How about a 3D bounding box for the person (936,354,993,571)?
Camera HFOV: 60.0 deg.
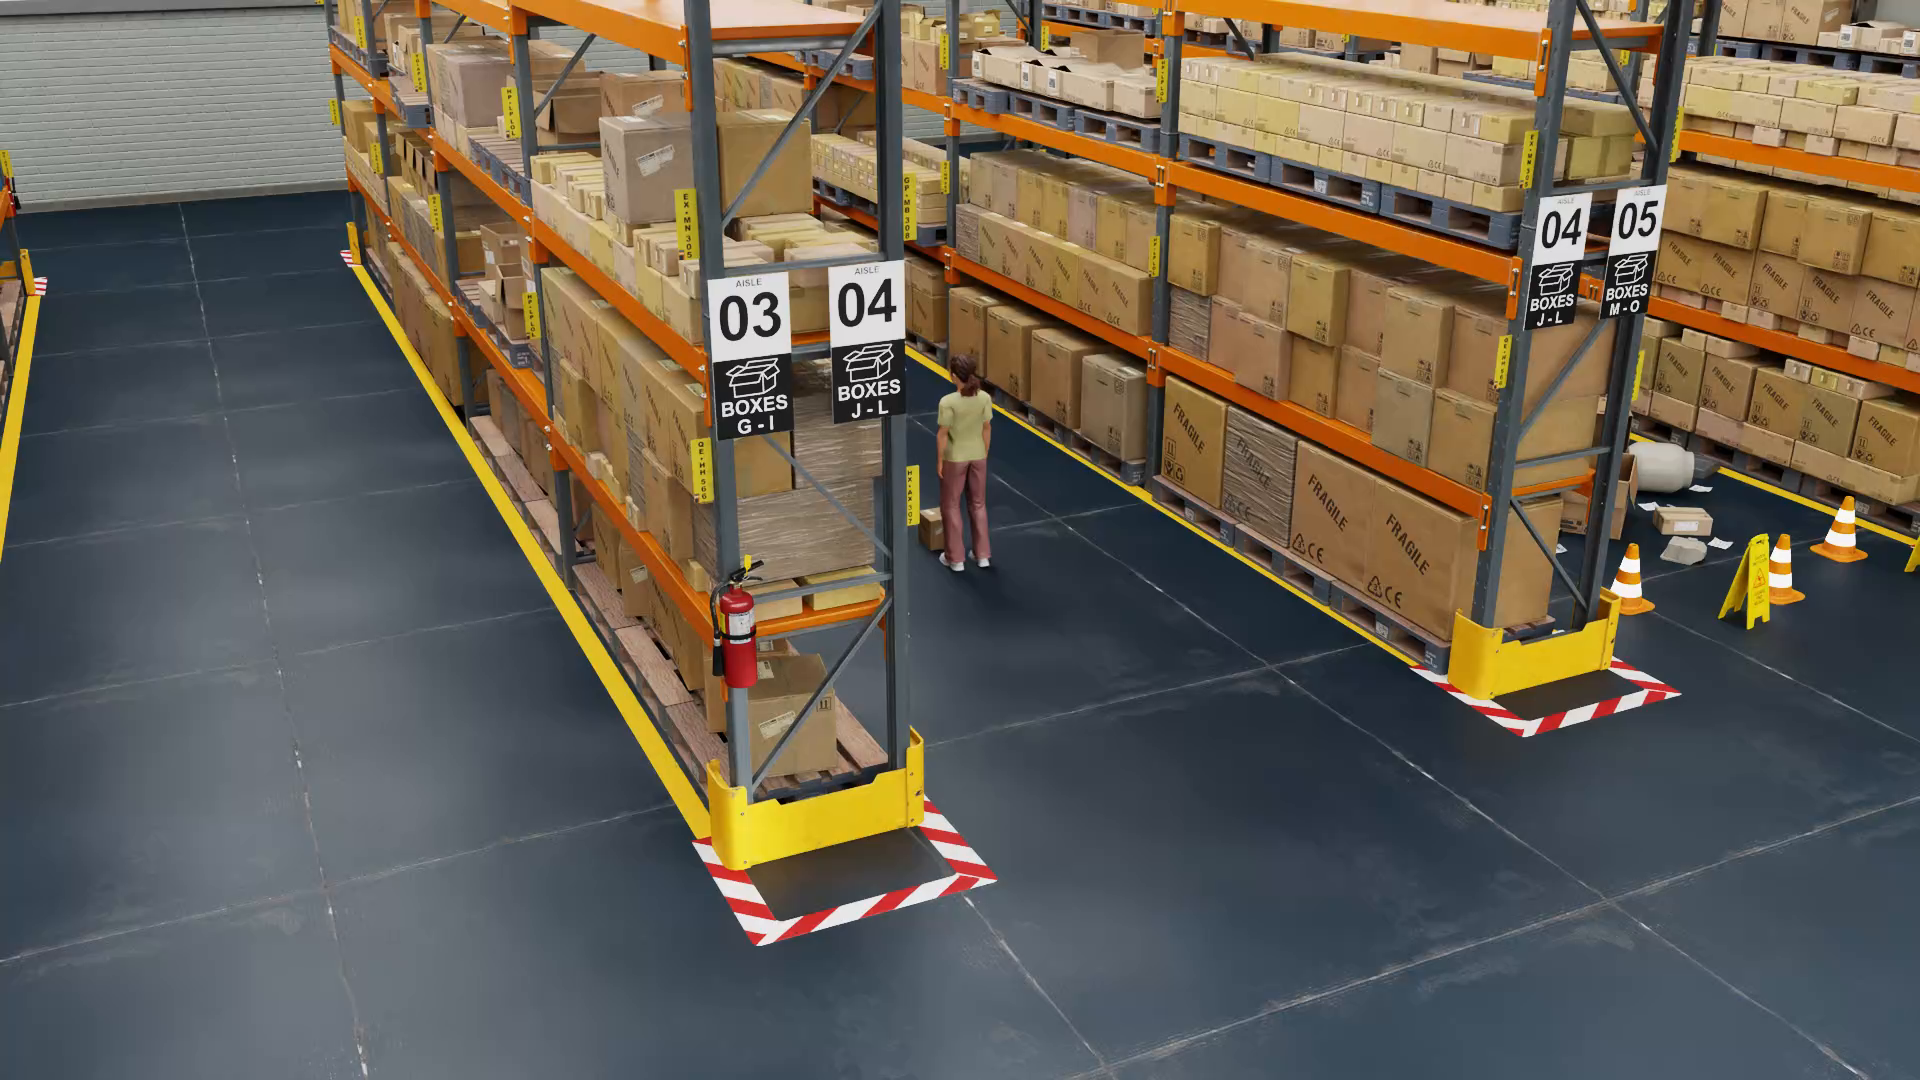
[{"bbox_3d":[0.023,-0.577,12.435,0.443,1.680,0.362,-10,24,-23],"label":"person"}]
